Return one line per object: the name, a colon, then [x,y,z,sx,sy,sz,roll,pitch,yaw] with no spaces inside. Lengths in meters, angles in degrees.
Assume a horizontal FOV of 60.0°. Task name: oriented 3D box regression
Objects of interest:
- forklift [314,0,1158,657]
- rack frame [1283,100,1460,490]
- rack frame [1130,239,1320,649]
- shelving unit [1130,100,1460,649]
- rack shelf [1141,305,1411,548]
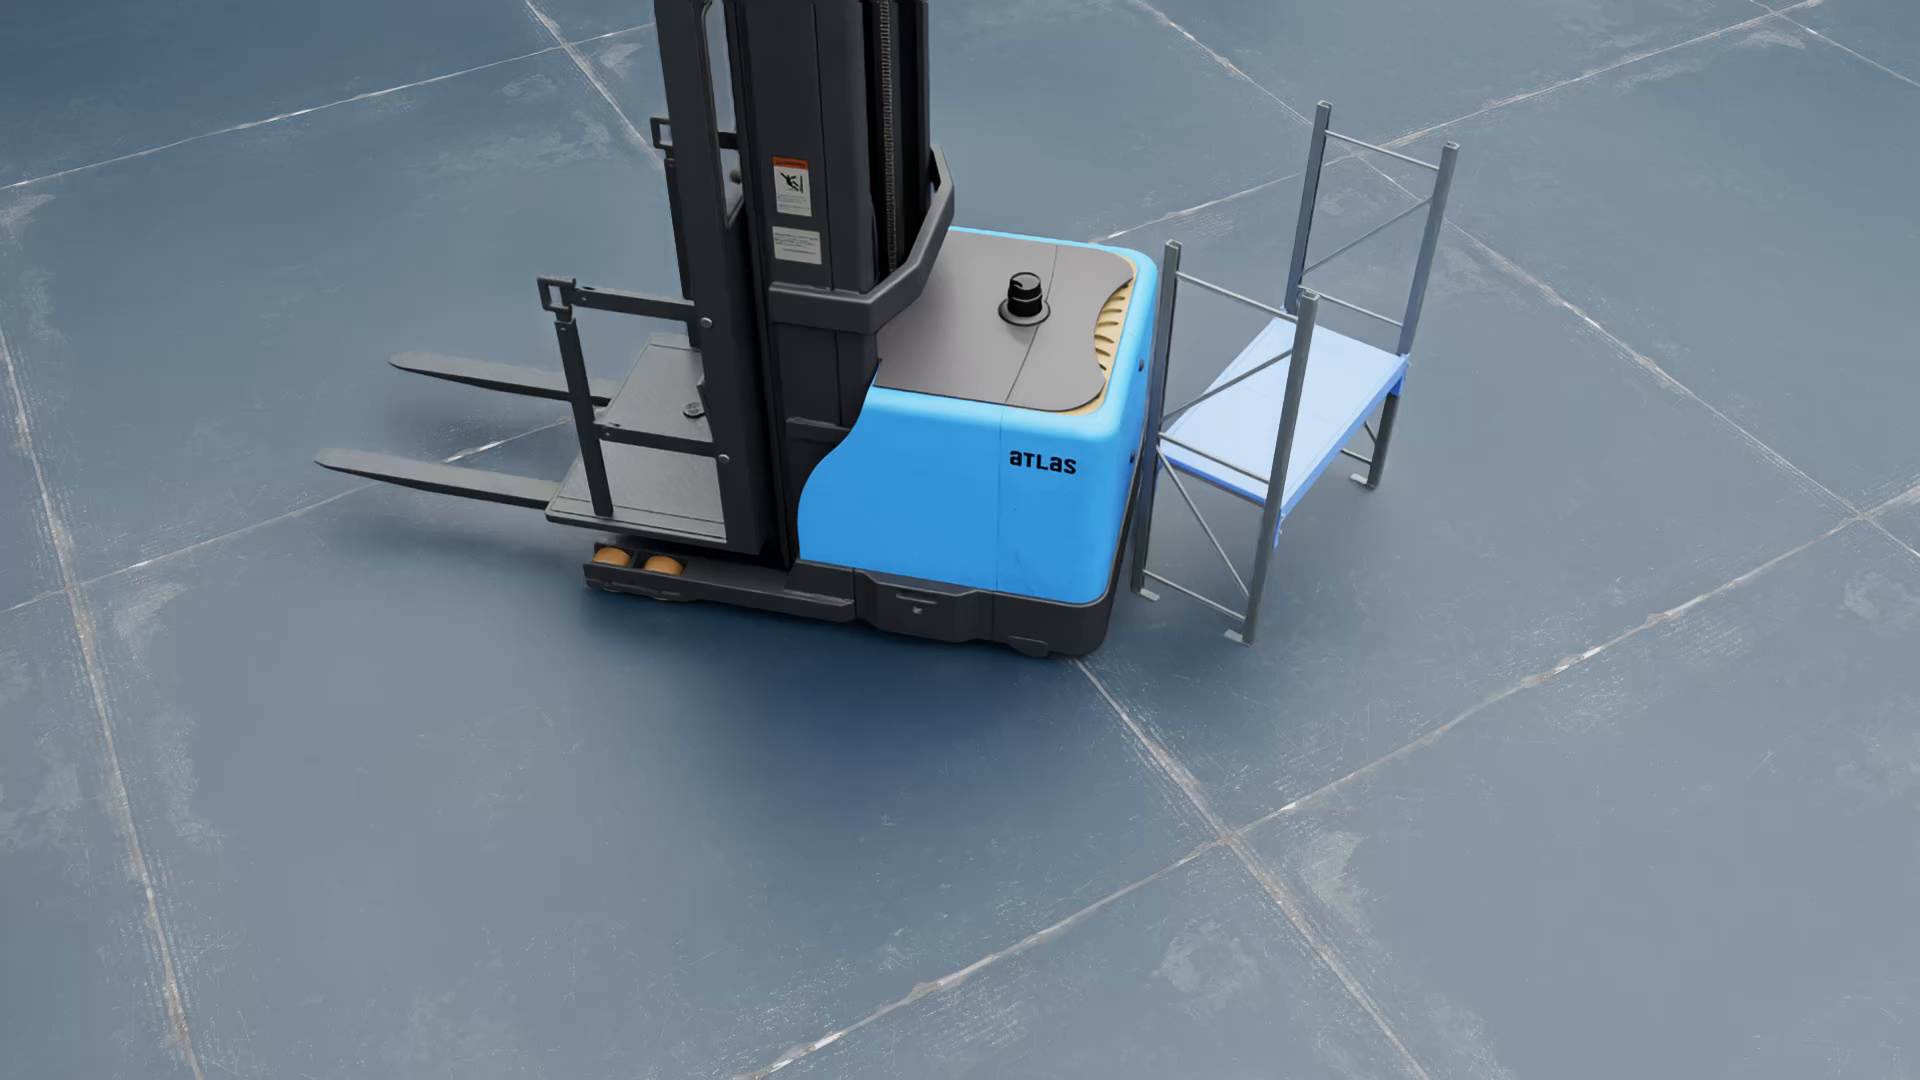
forklift: [-0.878,-1.181,5.362,3.031,2.935,1.130,9,45,9]
rack frame: [1.419,-0.842,6.041,0.500,1.500,0.032,26,50,24]
rack frame: [0.832,-0.264,5.445,0.500,1.500,0.032,26,50,24]
shelving unit: [1.125,-0.553,5.743,0.538,1.500,1.048,26,50,24]
rack shelf: [1.125,-0.424,5.868,0.538,0.185,1.000,26,50,24]
